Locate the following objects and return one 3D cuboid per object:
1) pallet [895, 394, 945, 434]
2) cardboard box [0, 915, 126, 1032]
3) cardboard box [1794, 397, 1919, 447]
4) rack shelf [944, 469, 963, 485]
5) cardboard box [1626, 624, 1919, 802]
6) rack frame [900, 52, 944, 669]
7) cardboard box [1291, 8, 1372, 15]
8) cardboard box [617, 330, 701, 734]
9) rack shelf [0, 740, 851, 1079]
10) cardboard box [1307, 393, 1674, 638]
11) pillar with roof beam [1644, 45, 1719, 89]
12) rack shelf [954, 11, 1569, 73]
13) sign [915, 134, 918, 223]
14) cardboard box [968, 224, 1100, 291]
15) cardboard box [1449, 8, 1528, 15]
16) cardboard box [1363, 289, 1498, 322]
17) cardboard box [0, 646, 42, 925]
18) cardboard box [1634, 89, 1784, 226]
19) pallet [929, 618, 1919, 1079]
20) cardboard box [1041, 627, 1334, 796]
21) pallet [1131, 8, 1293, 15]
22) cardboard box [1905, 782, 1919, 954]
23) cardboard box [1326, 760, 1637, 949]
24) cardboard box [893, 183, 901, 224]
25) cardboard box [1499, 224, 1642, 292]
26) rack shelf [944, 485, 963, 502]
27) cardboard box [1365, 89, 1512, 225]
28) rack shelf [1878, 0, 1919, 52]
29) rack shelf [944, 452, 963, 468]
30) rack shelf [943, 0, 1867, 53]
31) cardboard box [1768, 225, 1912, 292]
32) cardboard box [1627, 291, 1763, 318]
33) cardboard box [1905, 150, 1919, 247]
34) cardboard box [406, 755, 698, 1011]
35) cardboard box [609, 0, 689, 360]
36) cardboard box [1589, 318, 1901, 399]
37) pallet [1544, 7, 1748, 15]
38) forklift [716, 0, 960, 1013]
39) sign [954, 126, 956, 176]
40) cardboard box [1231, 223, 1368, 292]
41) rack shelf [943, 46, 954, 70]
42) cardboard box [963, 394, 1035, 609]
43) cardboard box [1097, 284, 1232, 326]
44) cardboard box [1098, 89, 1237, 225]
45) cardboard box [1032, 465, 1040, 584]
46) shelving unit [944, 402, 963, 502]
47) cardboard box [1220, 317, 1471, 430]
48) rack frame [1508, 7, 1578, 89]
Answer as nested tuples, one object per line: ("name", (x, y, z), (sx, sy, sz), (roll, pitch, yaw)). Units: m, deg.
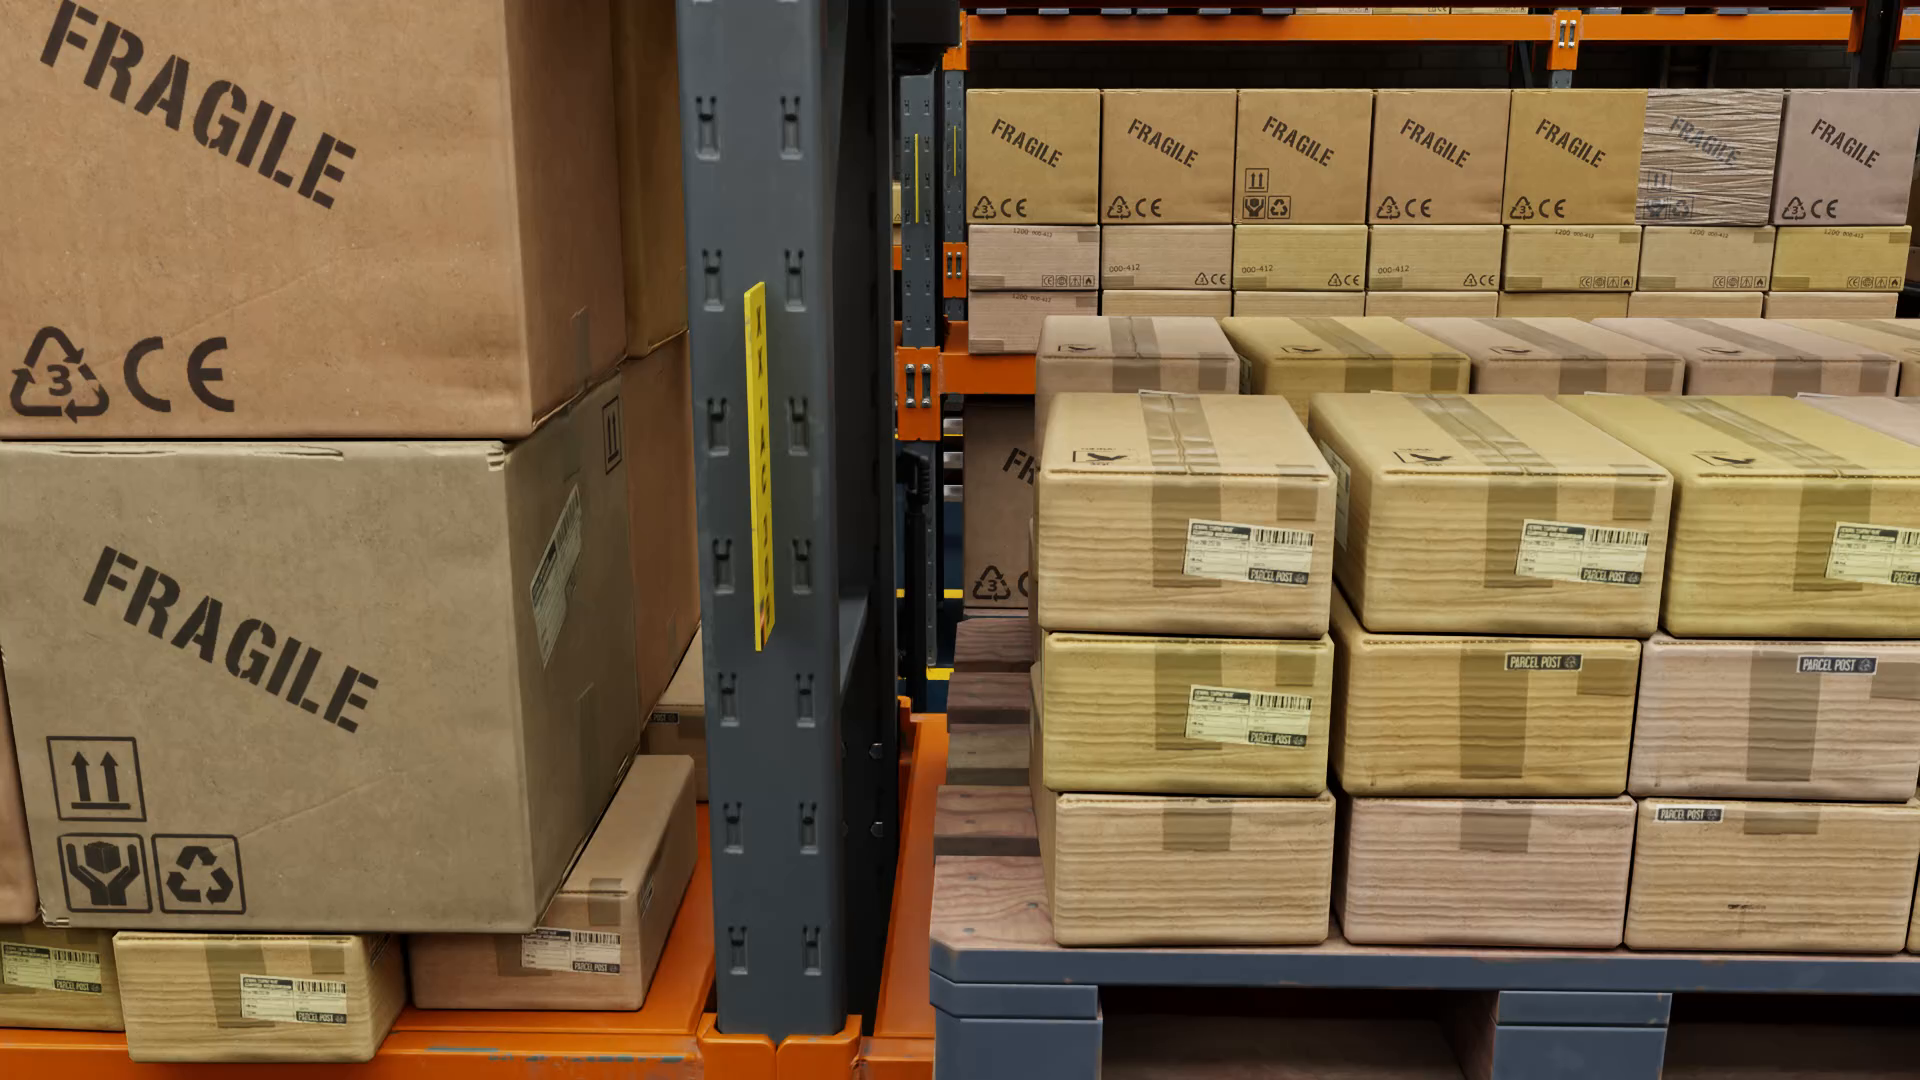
("pallet", (-0.714, -0.972, 12.111), (1.213, 0.211, 1.003), (0, 15, 1))
("cardboard box", (-0.993, 0.402, 1.930), (0.250, 0.149, 0.380), (1, 15, 4))
("cardboard box", (0.991, -0.031, 1.582), (0.250, 0.149, 0.380), (0, 15, 1))
("rack shelf", (-0.008, -0.316, 8.757), (0.200, 0.077, 0.258), (0, 15, 1))
("cardboard box", (0.724, 0.110, 1.627), (0.250, 0.149, 0.380), (1, 15, 3))
("rack frame", (-0.150, -1.050, 6.939), (0.127, 3.000, 1.000), (0, 15, 1))
("cardboard box", (2.450, -3.615, 11.076), (0.500, 0.250, 0.500), (0, 15, 1))
("cardboard box", (-0.664, -0.046, 2.357), (0.500, 0.500, 0.500), (0, 15, 0))
("rack shelf", (-2.175, 0.548, 2.293), (4.000, 0.370, 1.077), (0, 15, 1))
("cardboard box", (0.486, -0.036, 1.599), (0.250, 0.149, 0.380), (1, 15, 3))
("pillar with roof beam", (5.188, -4.314, 7.551), (0.400, 9.000, 9.100), (0, 15, 1))
("rack shelf", (1.972, -3.405, 11.397), (4.000, 0.370, 1.077), (0, 15, 1))
("sign", (-0.163, -1.365, 6.282), (0.005, 0.325, 0.100), (0, 15, 1))
("cardboard box", (0.283, -1.144, 6.611), (0.500, 0.250, 0.500), (0, 15, 0))
("cardboard box", (3.452, -3.609, 11.053), (0.500, 0.250, 0.500), (0, 15, 0))
("cardboard box", (1.812, -0.891, 6.631), (0.500, 0.250, 0.500), (0, 15, 1))
("cardboard box", (-1.185, 0.086, 1.854), (0.500, 0.500, 0.500), (0, 15, 0))
("cardboard box", (2.812, -1.493, 6.464), (0.500, 0.500, 0.500), (1, 15, 2))
("pallet", (0.585, 0.348, 2.017), (1.213, 0.211, 1.003), (0, 15, 1))
("cardboard box", (0.207, 0.108, 1.638), (0.250, 0.149, 0.380), (1, 15, 2))
("pallet", (1.660, -3.647, 11.272), (1.003, 0.211, 1.213), (0, 15, 1))
("cardboard box", (0.985, 0.256, 1.658), (0.250, 0.149, 0.380), (1, 15, 2))
("cardboard box", (0.484, 0.252, 1.675), (0.250, 0.149, 0.380), (1, 15, 2))
("cardboard box", (-0.542, -2.328, 11.495), (0.500, 0.250, 0.500), (1, 15, 3))
("cardboard box", (2.333, -1.132, 6.564), (0.500, 0.250, 0.500), (0, 15, 0))
("rack shelf", (-0.008, -0.229, 8.780), (0.200, 0.077, 0.258), (0, 15, 1))
("cardboard box", (1.810, -1.503, 6.503), (0.500, 0.500, 0.500), (0, 15, 1))
("rack shelf", (5.848, -2.113, 6.500), (4.000, 0.370, 1.077), (0, 15, 1))
("rack shelf", (-0.008, -0.403, 8.734), (0.200, 0.077, 0.258), (0, 15, 1))
("rack shelf", (1.849, -2.139, 6.599), (4.000, 0.370, 1.077), (0, 15, 1))
("cardboard box", (3.358, -1.131, 6.562), (0.500, 0.250, 0.500), (0, 15, 1))
("cardboard box", (2.825, -0.888, 6.618), (0.500, 0.250, 0.500), (1, 15, 2))
("cardboard box", (4.310, -1.487, 6.993), (0.500, 0.500, 0.500), (0, 15, 0))
("cardboard box", (-0.467, 0.393, 1.965), (0.250, 0.149, 0.380), (0, 15, 1))
("cardboard box", (-0.620, -0.527, 2.220), (0.500, 0.500, 0.500), (1, 15, 3))
("cardboard box", (1.020, -0.198, 2.213), (0.250, 0.149, 0.380), (0, 15, 1))
("pallet", (4.652, -3.667, 11.349), (1.003, 0.211, 1.213), (1, 15, 4))
("forklift", (-0.681, -0.327, 4.334), (1.130, 2.935, 3.031), (-8, 17, -29))
("sign", (-0.033, -2.596, 11.102), (0.005, 0.325, 0.100), (0, 15, 1))
("cardboard box", (1.308, -1.138, 6.587), (0.500, 0.250, 0.500), (1, 15, 2))
("rack shelf", (-2.026, -3.431, 11.495), (4.000, 0.370, 1.077), (0, 15, 1))
("cardboard box", (0.472, -0.242, 7.218), (0.875, 0.875, 0.875), (1, 15, 3))
("cardboard box", (0.800, -0.904, 6.681), (0.500, 0.250, 0.500), (0, 15, 0))
("cardboard box", (0.792, -1.509, 6.524), (0.500, 0.500, 0.500), (0, 15, 1))
("cardboard box", (0.227, -0.060, 2.273), (0.250, 0.149, 0.380), (1, 15, 3))
("shelving unit", (-0.008, -0.435, 8.725), (0.210, 0.900, 0.258), (0, 15, 1))
("cardboard box", (0.500, -0.202, 2.227), (0.250, 0.149, 0.380), (0, 15, 0))
("rack frame", (3.972, -2.290, 11.638), (0.127, 3.000, 1.000), (0, 15, 1))
